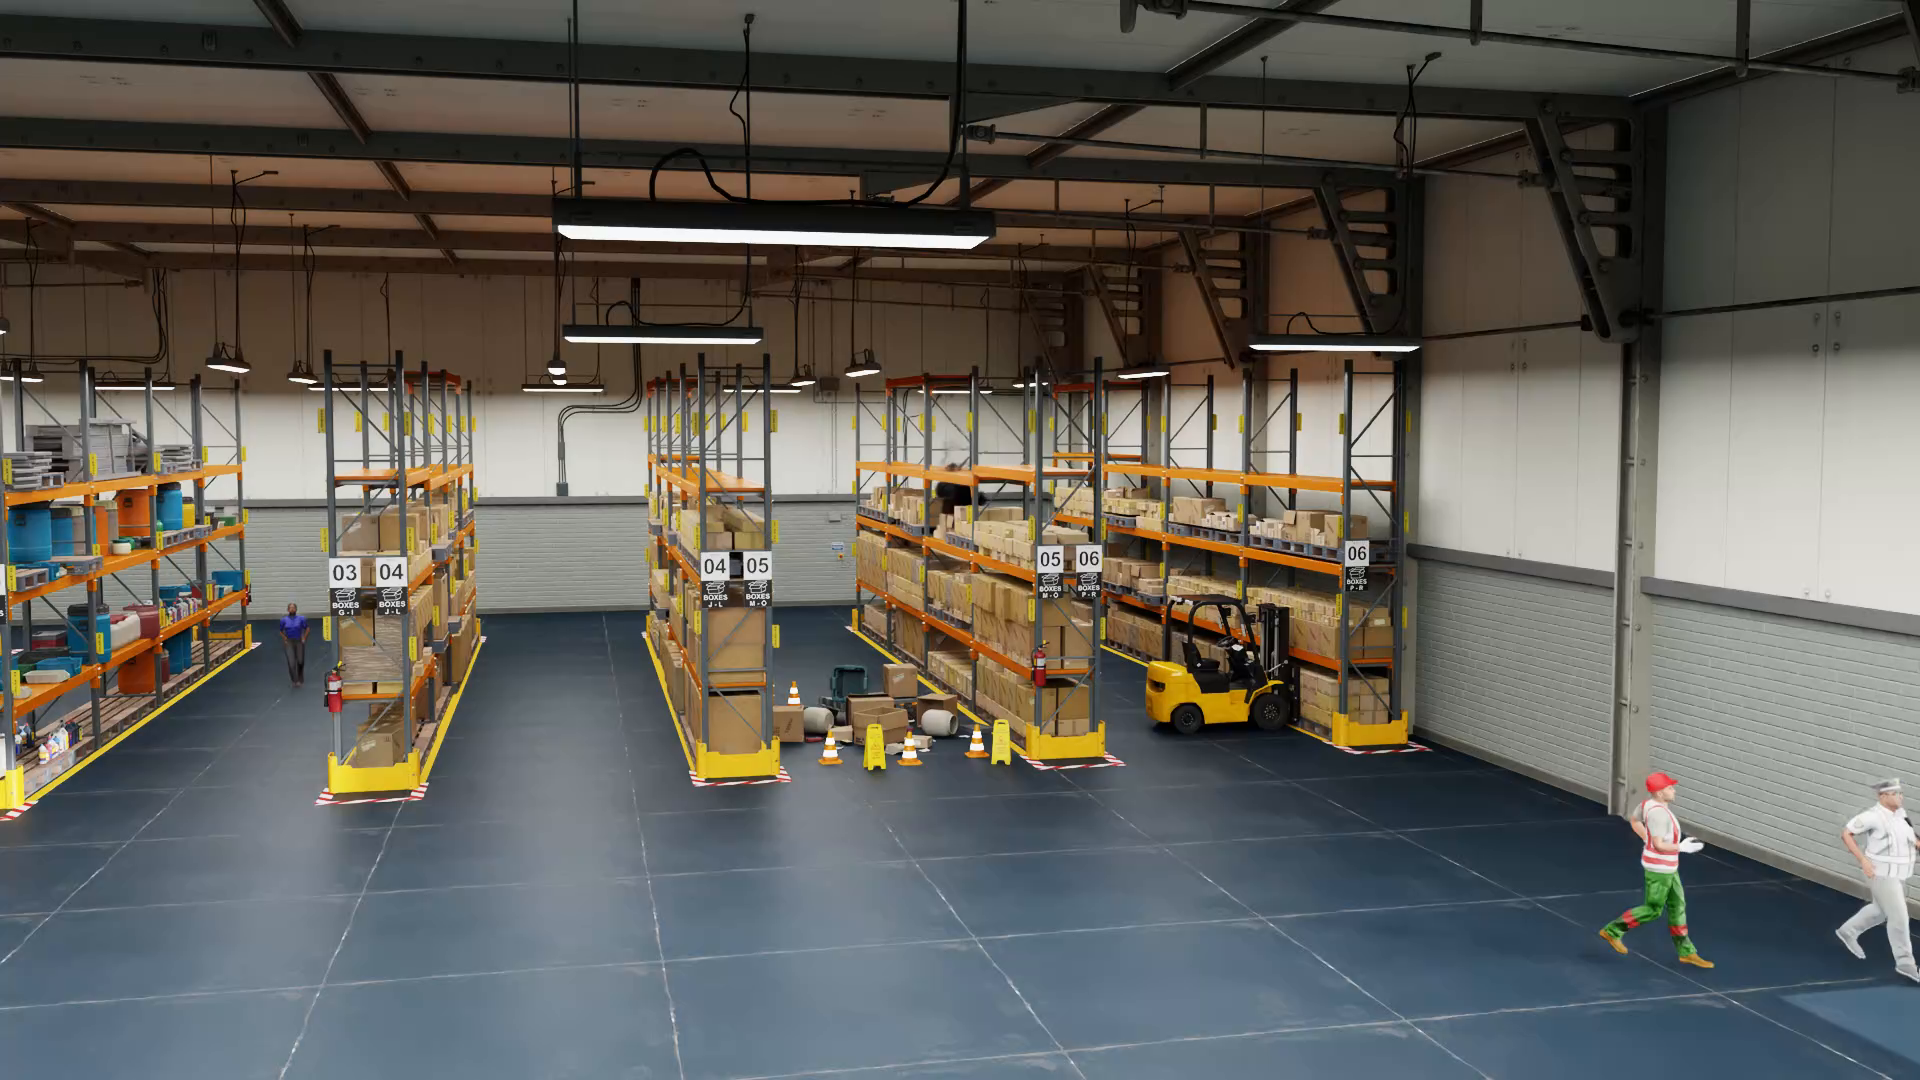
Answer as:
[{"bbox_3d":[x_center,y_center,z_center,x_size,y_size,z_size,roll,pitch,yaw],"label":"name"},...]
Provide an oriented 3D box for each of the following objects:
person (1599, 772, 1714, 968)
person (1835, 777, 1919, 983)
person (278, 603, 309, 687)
[{"bbox_3d":[6.425,3.023,15.293,0.987,1.786,0.656,2,4,23],"label":"person"},{"bbox_3d":[8.448,3.033,15.156,0.666,1.775,0.967,-3,5,-34],"label":"person"},{"bbox_3d":[-12.656,1.996,31.607,0.550,1.610,0.544,-2,4,-22],"label":"person"}]
